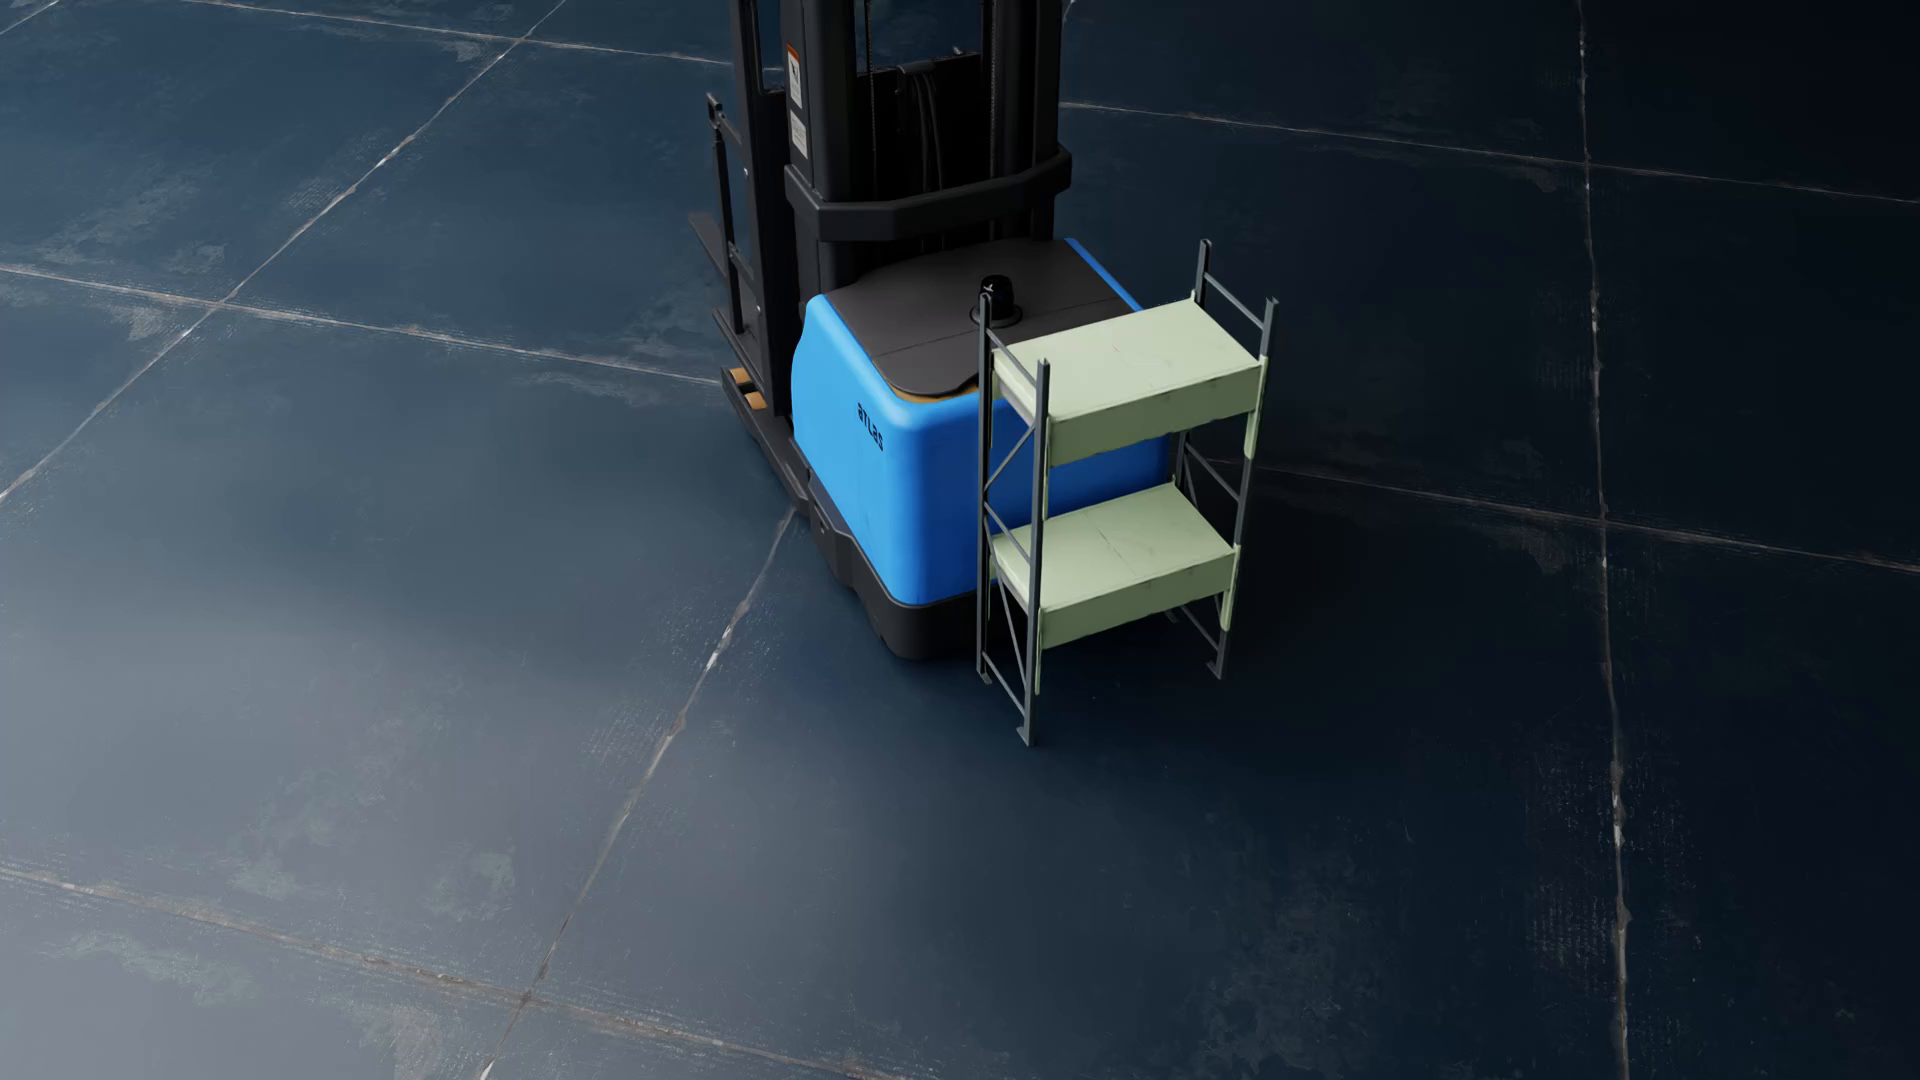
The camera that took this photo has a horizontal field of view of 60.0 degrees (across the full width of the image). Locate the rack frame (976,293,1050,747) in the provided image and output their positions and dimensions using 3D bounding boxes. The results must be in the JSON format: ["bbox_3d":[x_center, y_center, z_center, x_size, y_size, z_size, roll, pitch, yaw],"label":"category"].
[{"bbox_3d":[0.150,-0.015,5.101,0.023,1.500,0.400,-17,43,-19],"label":"rack frame"}]

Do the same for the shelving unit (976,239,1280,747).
[{"bbox_3d":[0.482,-0.113,5.219,0.755,1.500,0.431,-17,43,-19],"label":"shelving unit"}]

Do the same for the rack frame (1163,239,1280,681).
[{"bbox_3d":[0.814,-0.212,5.336,0.023,1.500,0.400,-17,43,-19],"label":"rack frame"}]

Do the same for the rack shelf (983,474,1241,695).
[{"bbox_3d":[0.482,0.136,5.428,0.720,0.370,0.431,-17,43,-19],"label":"rack shelf"}]

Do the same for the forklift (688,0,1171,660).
[{"bbox_3d":[-0.336,-1.663,5.952,1.130,2.935,3.031,-16,43,-18],"label":"forklift"}]

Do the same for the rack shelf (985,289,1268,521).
[{"bbox_3d":[0.482,-0.412,4.967,0.720,0.370,0.431,-17,43,-19],"label":"rack shelf"}]
